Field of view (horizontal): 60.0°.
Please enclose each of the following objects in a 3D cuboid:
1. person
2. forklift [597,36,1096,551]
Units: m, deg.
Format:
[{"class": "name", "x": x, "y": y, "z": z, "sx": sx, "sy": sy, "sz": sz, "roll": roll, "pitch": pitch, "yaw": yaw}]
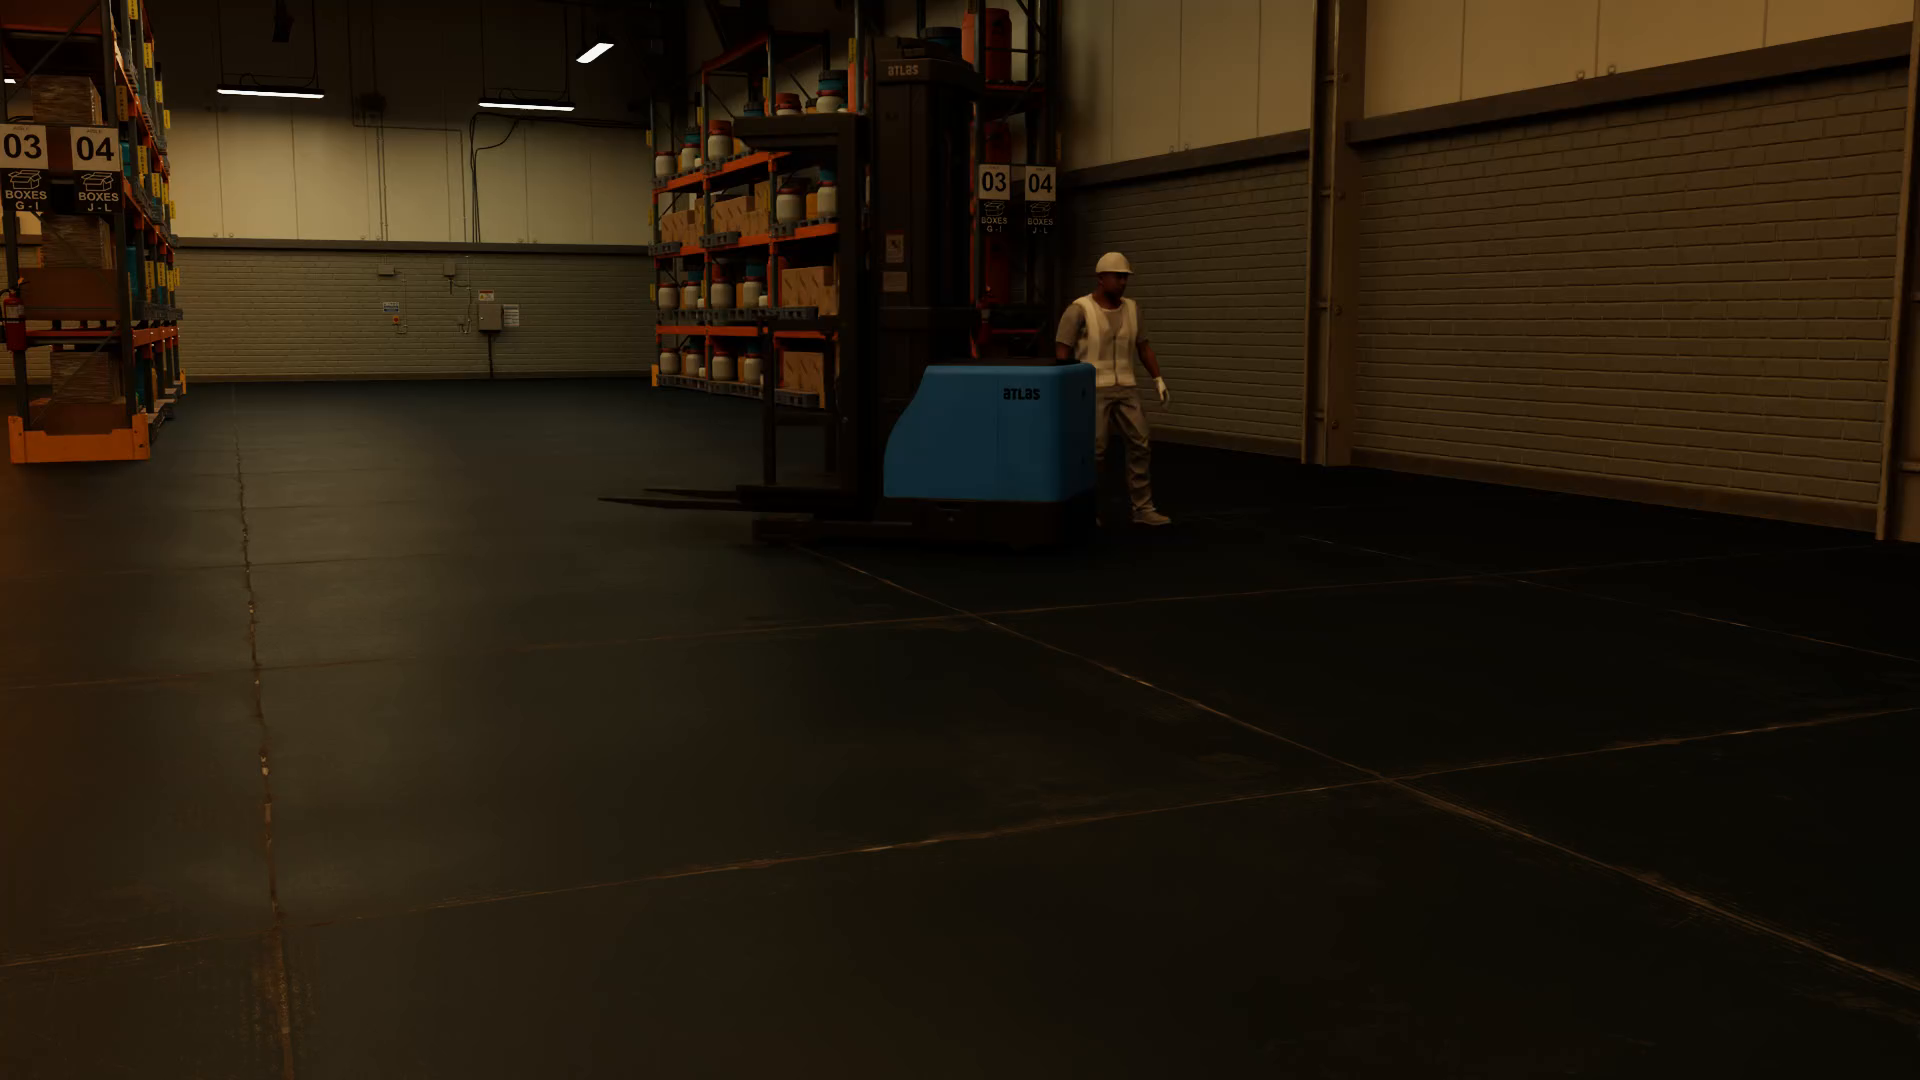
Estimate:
[{"class": "person", "x": 0.964, "y": -0.956, "z": 10.685, "sx": 0.795, "sy": 1.759, "sz": 0.417, "roll": -4, "pitch": 8, "yaw": -26}, {"class": "forklift", "x": -0.733, "y": -1.477, "z": 10.140, "sx": 3.031, "sy": 2.935, "sz": 1.130, "roll": 2, "pitch": 8, "yaw": 17}]
